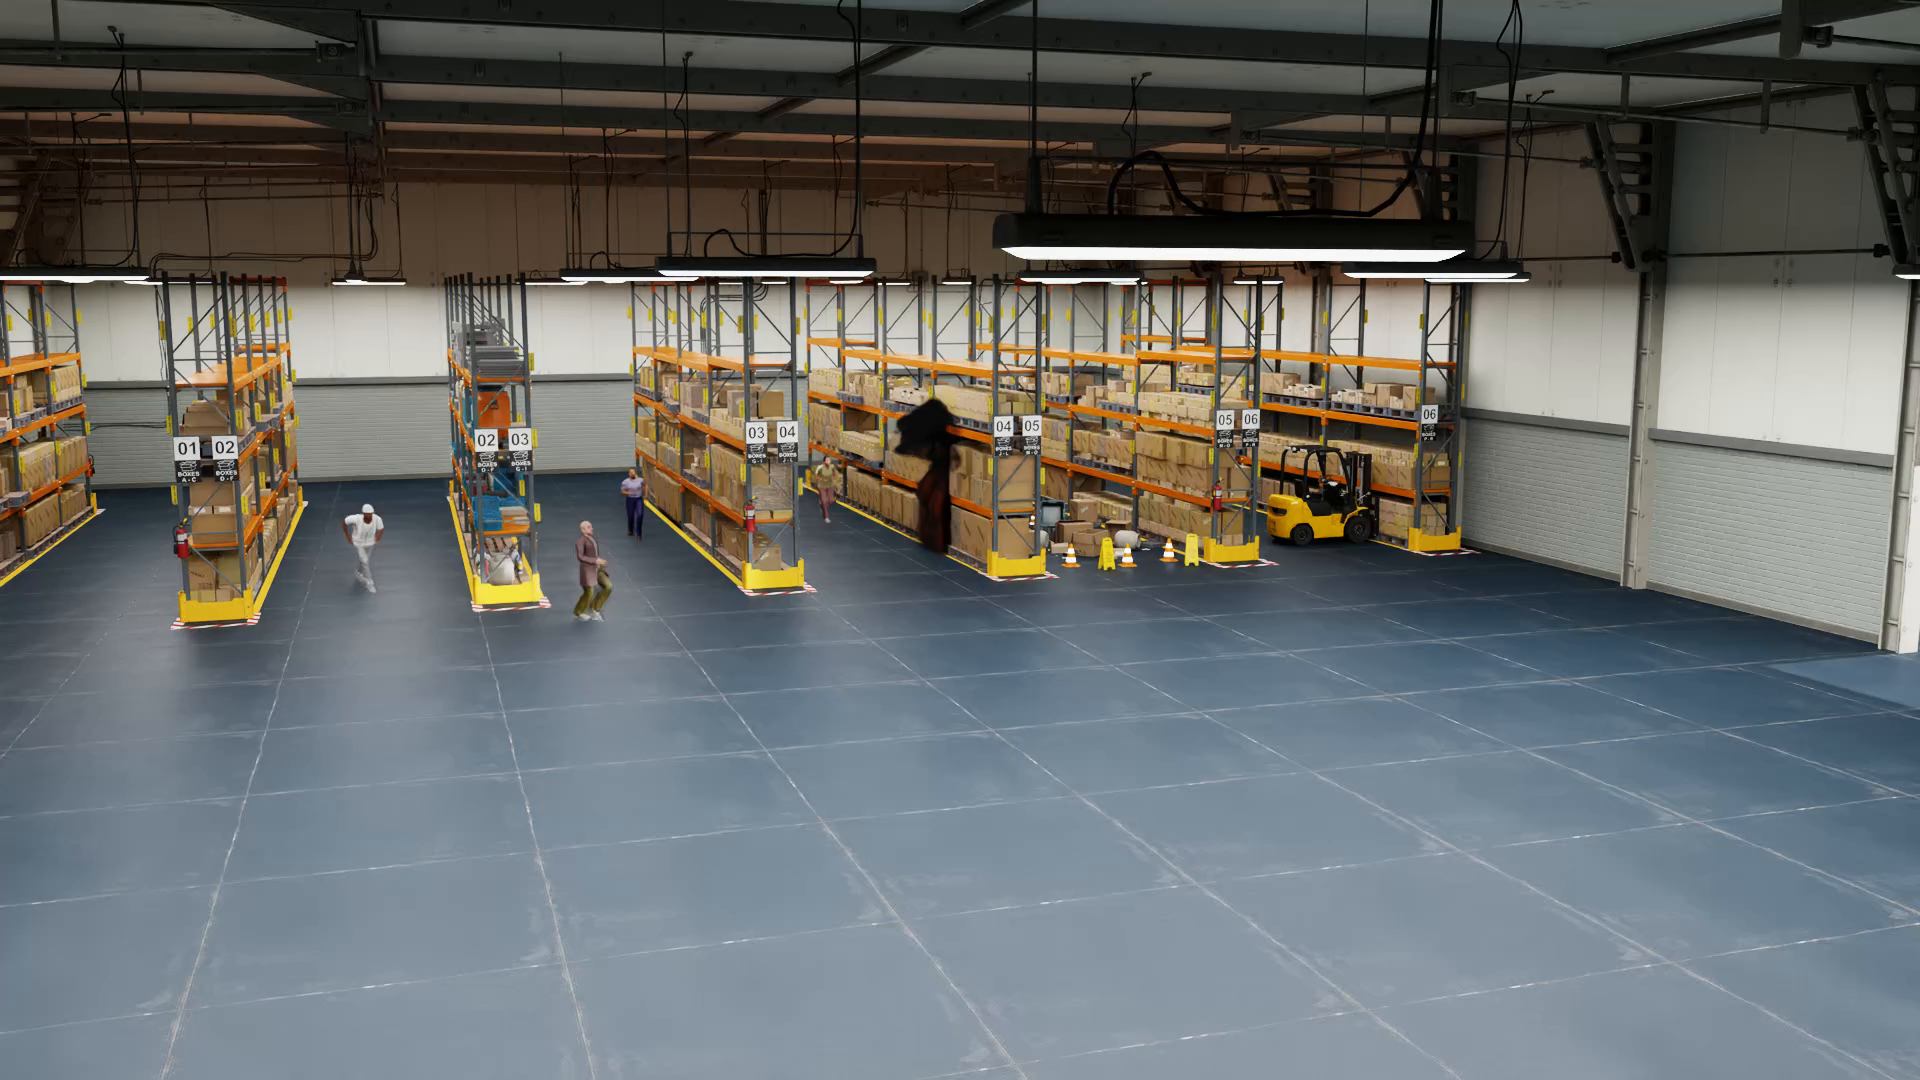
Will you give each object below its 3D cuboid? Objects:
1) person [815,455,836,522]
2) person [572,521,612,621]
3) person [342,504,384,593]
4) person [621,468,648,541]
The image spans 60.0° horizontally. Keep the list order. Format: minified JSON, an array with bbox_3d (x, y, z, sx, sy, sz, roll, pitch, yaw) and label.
[{"bbox_3d":[-3.143,-1.204,38.927,0.571,1.595,0.677,-4,9,-22],"label":"person"},{"bbox_3d":[-6.377,0.557,28.739,0.745,1.755,0.718,3,9,18],"label":"person"},{"bbox_3d":[-11.421,0.132,31.808,0.745,1.715,1.061,-6,11,-35],"label":"person"},{"bbox_3d":[-7.480,-0.820,38.246,0.607,1.675,0.798,-2,9,-12],"label":"person"}]
